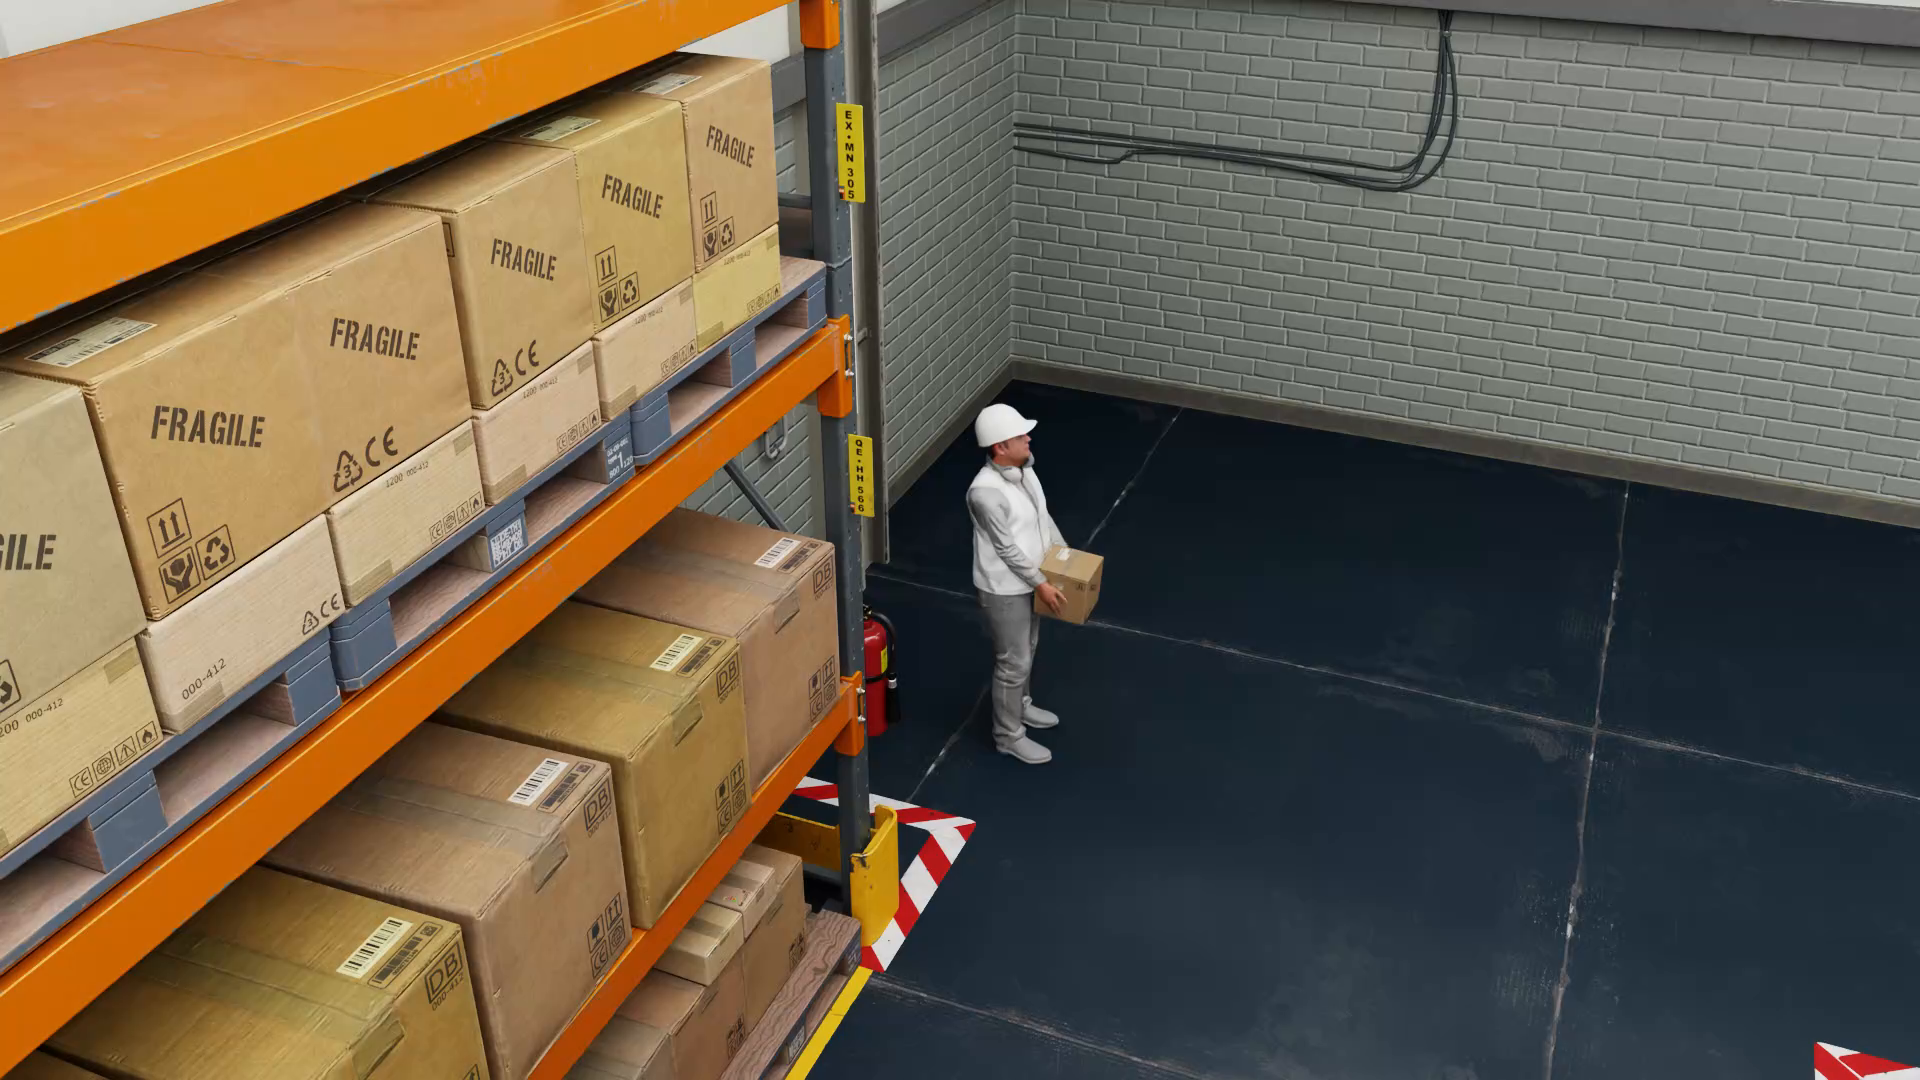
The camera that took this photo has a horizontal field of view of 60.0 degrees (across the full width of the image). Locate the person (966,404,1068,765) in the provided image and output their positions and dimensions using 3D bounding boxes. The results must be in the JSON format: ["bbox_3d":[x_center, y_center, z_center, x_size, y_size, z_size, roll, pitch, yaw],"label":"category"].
[{"bbox_3d":[0.310,0.192,8.027,0.520,1.776,0.539,11,31,19],"label":"person"}]
